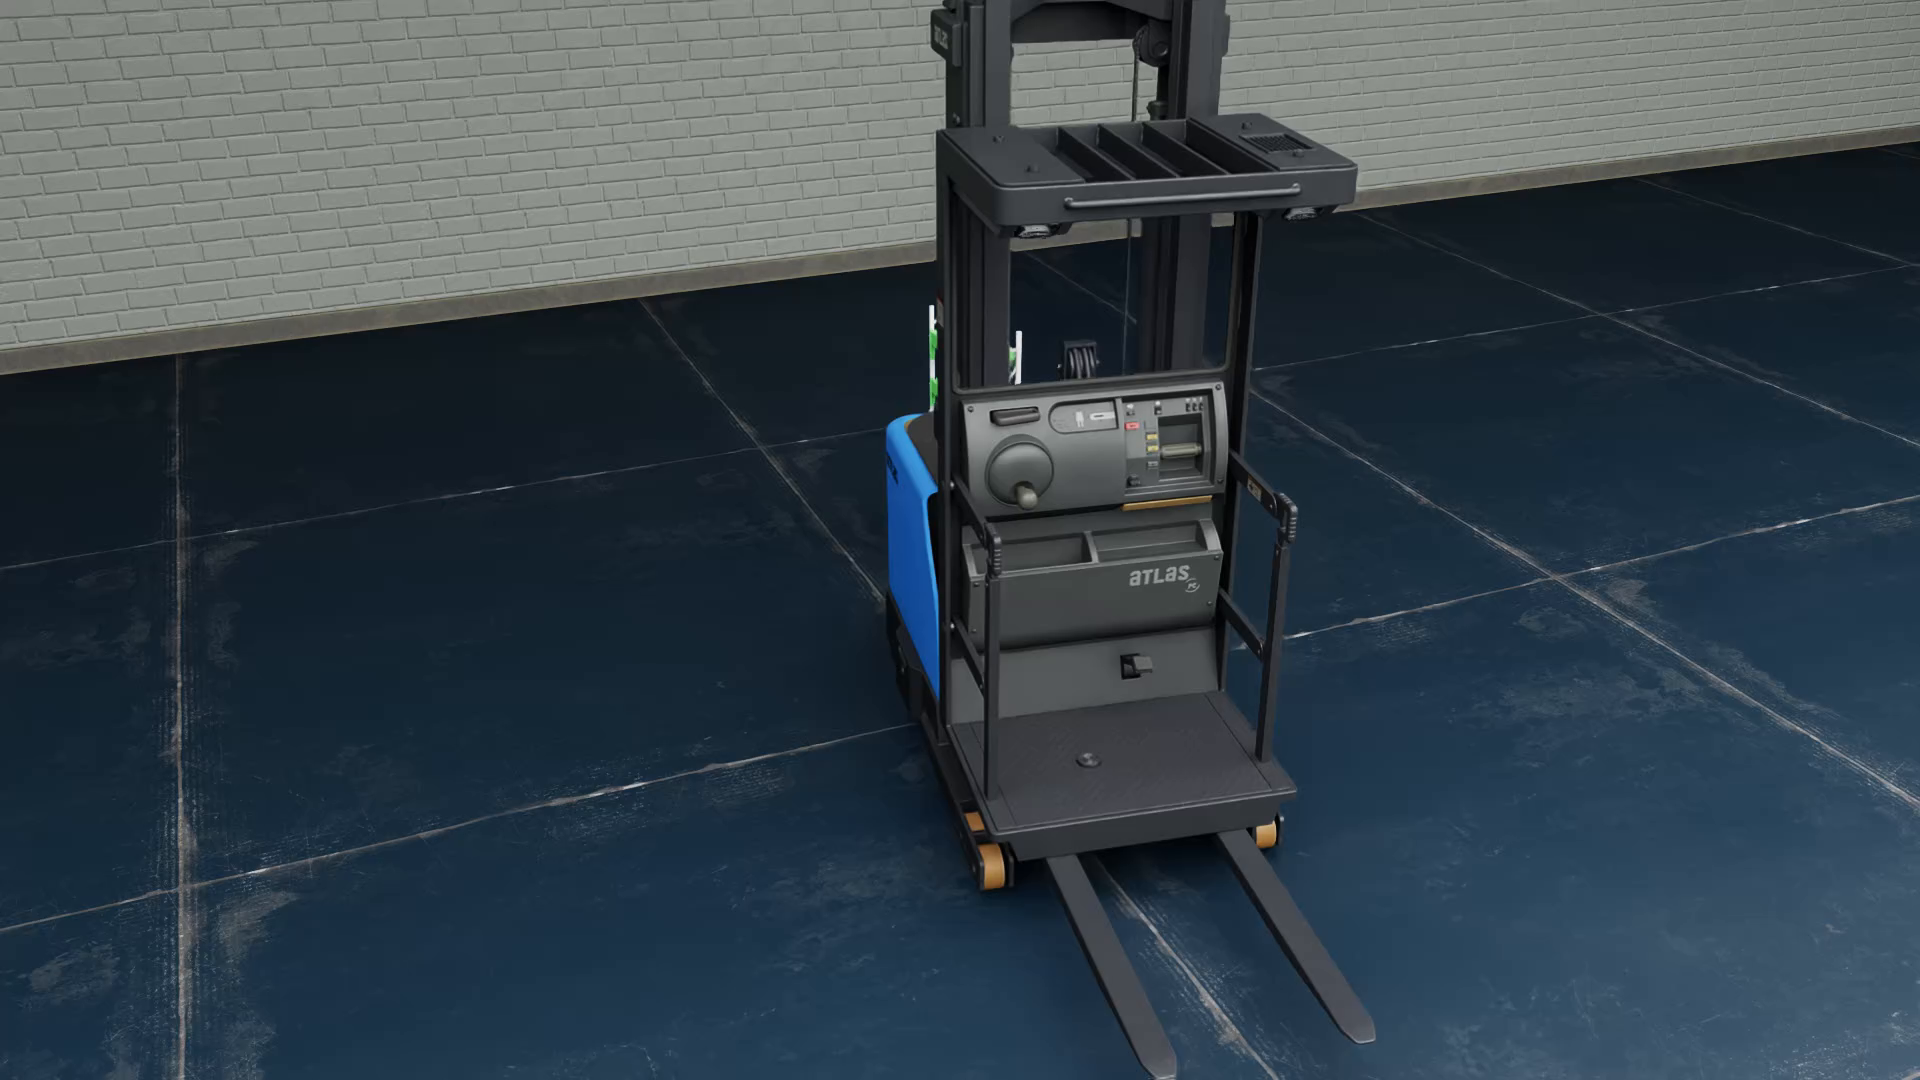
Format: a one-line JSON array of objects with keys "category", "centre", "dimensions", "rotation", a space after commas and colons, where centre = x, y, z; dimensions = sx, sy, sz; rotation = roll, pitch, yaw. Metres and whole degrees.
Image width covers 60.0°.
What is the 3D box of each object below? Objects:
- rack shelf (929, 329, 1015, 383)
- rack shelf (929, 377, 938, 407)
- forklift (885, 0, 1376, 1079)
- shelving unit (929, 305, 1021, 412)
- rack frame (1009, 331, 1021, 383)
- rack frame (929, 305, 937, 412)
[{"category": "rack shelf", "centre": [0.065, -0.846, 7.667], "dimensions": [0.258, 0.148, 0.480], "rotation": [-11, 28, -21]}, {"category": "rack shelf", "centre": [0.065, -0.631, 7.773], "dimensions": [0.258, 0.148, 0.480], "rotation": [-11, 28, -21]}, {"category": "forklift", "centre": [0.522, -0.287, 5.497], "dimensions": [1.130, 2.935, 3.031], "rotation": [-6, 27, -12]}, {"category": "shelving unit", "centre": [0.065, -0.472, 7.850], "dimensions": [0.258, 1.200, 0.503], "rotation": [-11, 28, -21]}, {"category": "rack frame", "centre": [0.160, -0.374, 7.648], "dimensions": [0.240, 1.200, 0.015], "rotation": [-11, 28, -21]}, {"category": "rack frame", "centre": [-0.031, -0.571, 8.052], "dimensions": [0.240, 1.200, 0.015], "rotation": [-11, 28, -21]}]
